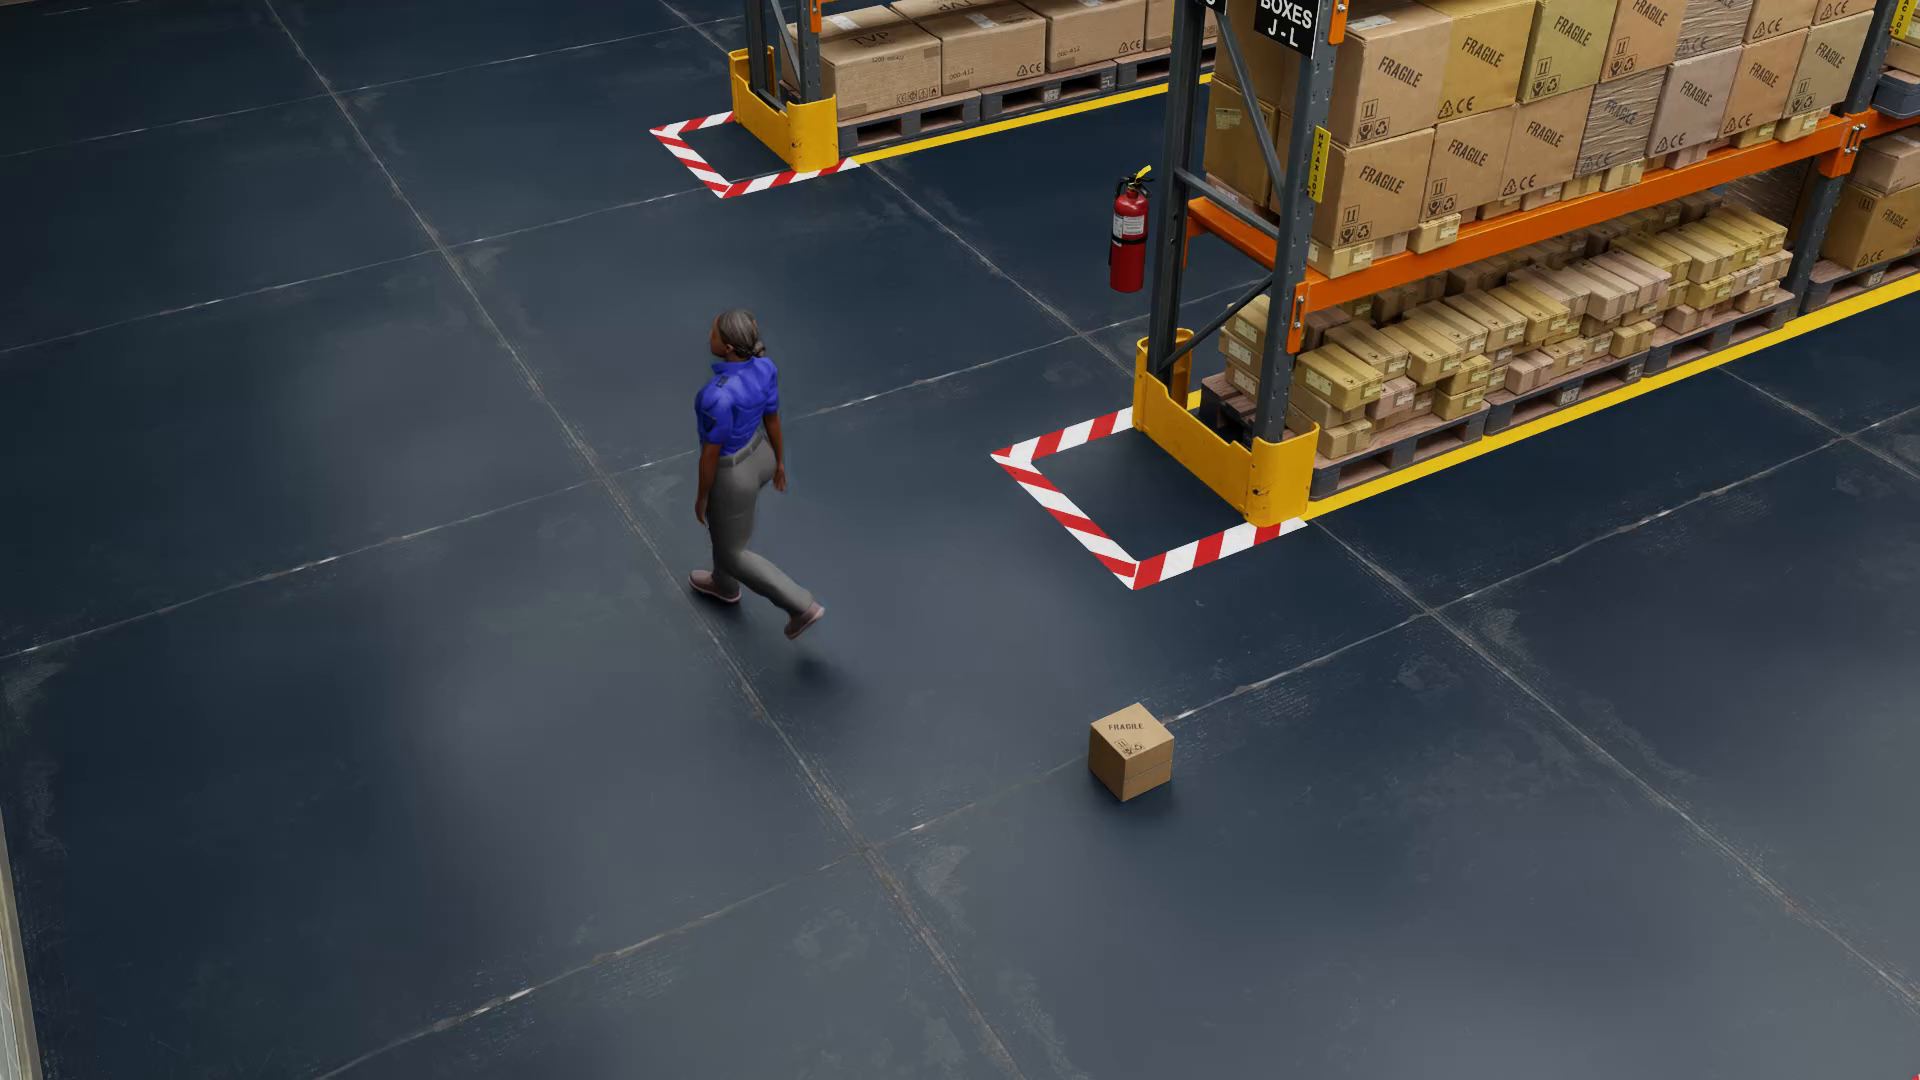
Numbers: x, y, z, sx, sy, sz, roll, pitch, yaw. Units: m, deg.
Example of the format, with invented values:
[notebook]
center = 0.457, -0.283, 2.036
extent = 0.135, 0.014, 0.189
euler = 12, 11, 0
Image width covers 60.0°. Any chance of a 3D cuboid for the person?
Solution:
[person]
center = -0.948, -0.284, 7.297
extent = 0.860, 1.610, 0.462
euler = 17, 40, 21
